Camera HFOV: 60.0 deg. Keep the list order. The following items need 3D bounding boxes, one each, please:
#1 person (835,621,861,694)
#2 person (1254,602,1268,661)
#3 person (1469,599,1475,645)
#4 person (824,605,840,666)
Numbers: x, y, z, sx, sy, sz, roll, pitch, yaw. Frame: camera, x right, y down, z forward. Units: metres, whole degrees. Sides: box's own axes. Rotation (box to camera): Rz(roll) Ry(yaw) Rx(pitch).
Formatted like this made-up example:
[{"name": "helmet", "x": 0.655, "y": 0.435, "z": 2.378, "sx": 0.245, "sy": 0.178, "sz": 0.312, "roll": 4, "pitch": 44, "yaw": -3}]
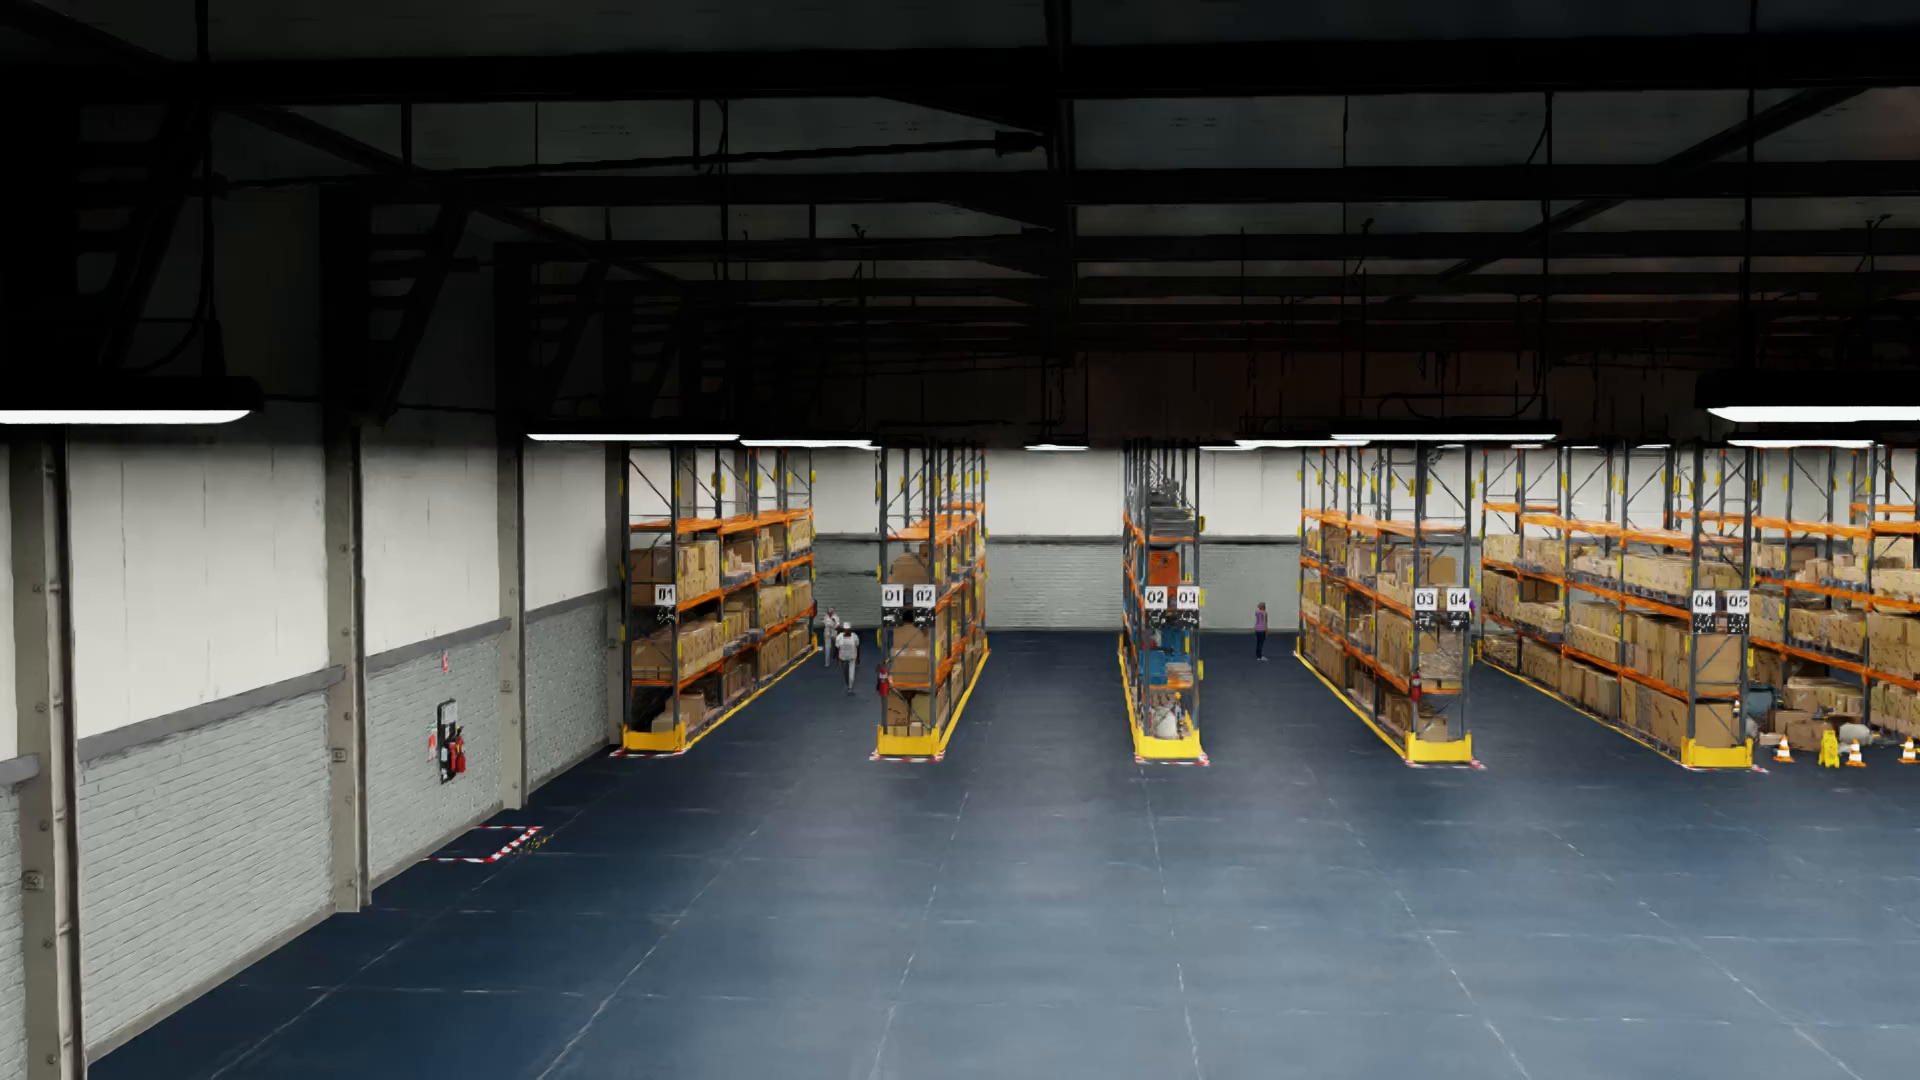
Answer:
[{"name": "person", "x": -2.672, "y": 2.762, "z": 39.361, "sx": 0.577, "sy": 1.691, "sz": 1.121, "roll": 0, "pitch": 3, "yaw": 7}, {"name": "person", "x": 8.245, "y": 2.483, "z": 45.379, "sx": 0.419, "sy": 1.603, "sz": 0.504, "roll": -1, "pitch": 3, "yaw": -24}, {"name": "person", "x": 14.740, "y": 2.277, "z": 48.623, "sx": 0.617, "sy": 1.716, "sz": 0.967, "roll": 1, "pitch": 3, "yaw": 26}, {"name": "person", "x": -3.419, "y": 2.529, "z": 44.384, "sx": 0.461, "sy": 1.626, "sz": 0.999, "roll": 0, "pitch": 3, "yaw": 3}]
